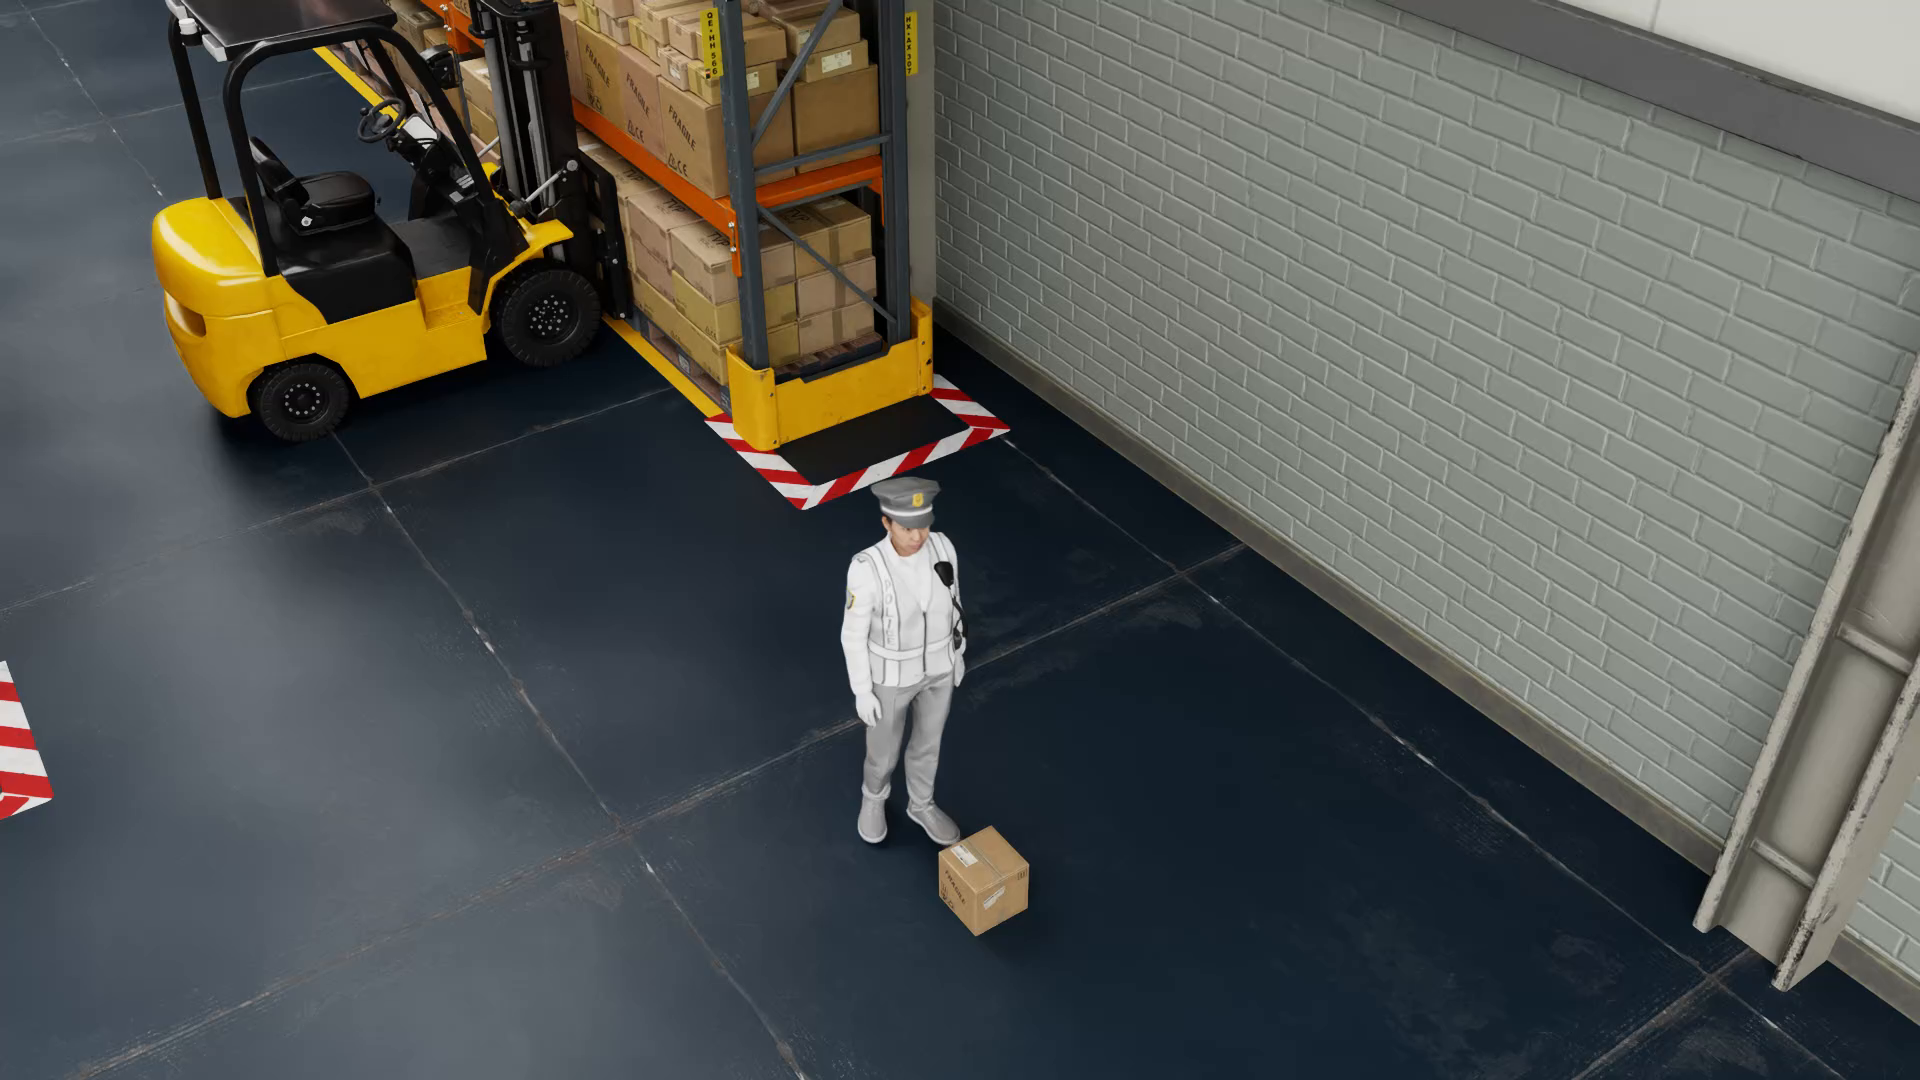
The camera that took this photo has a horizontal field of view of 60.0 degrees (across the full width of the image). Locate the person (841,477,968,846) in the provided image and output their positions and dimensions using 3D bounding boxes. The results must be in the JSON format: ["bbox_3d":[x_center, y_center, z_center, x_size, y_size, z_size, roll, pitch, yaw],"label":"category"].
[{"bbox_3d":[-0.197,0.477,6.308,0.514,1.676,0.421,-18,40,-23],"label":"person"}]
